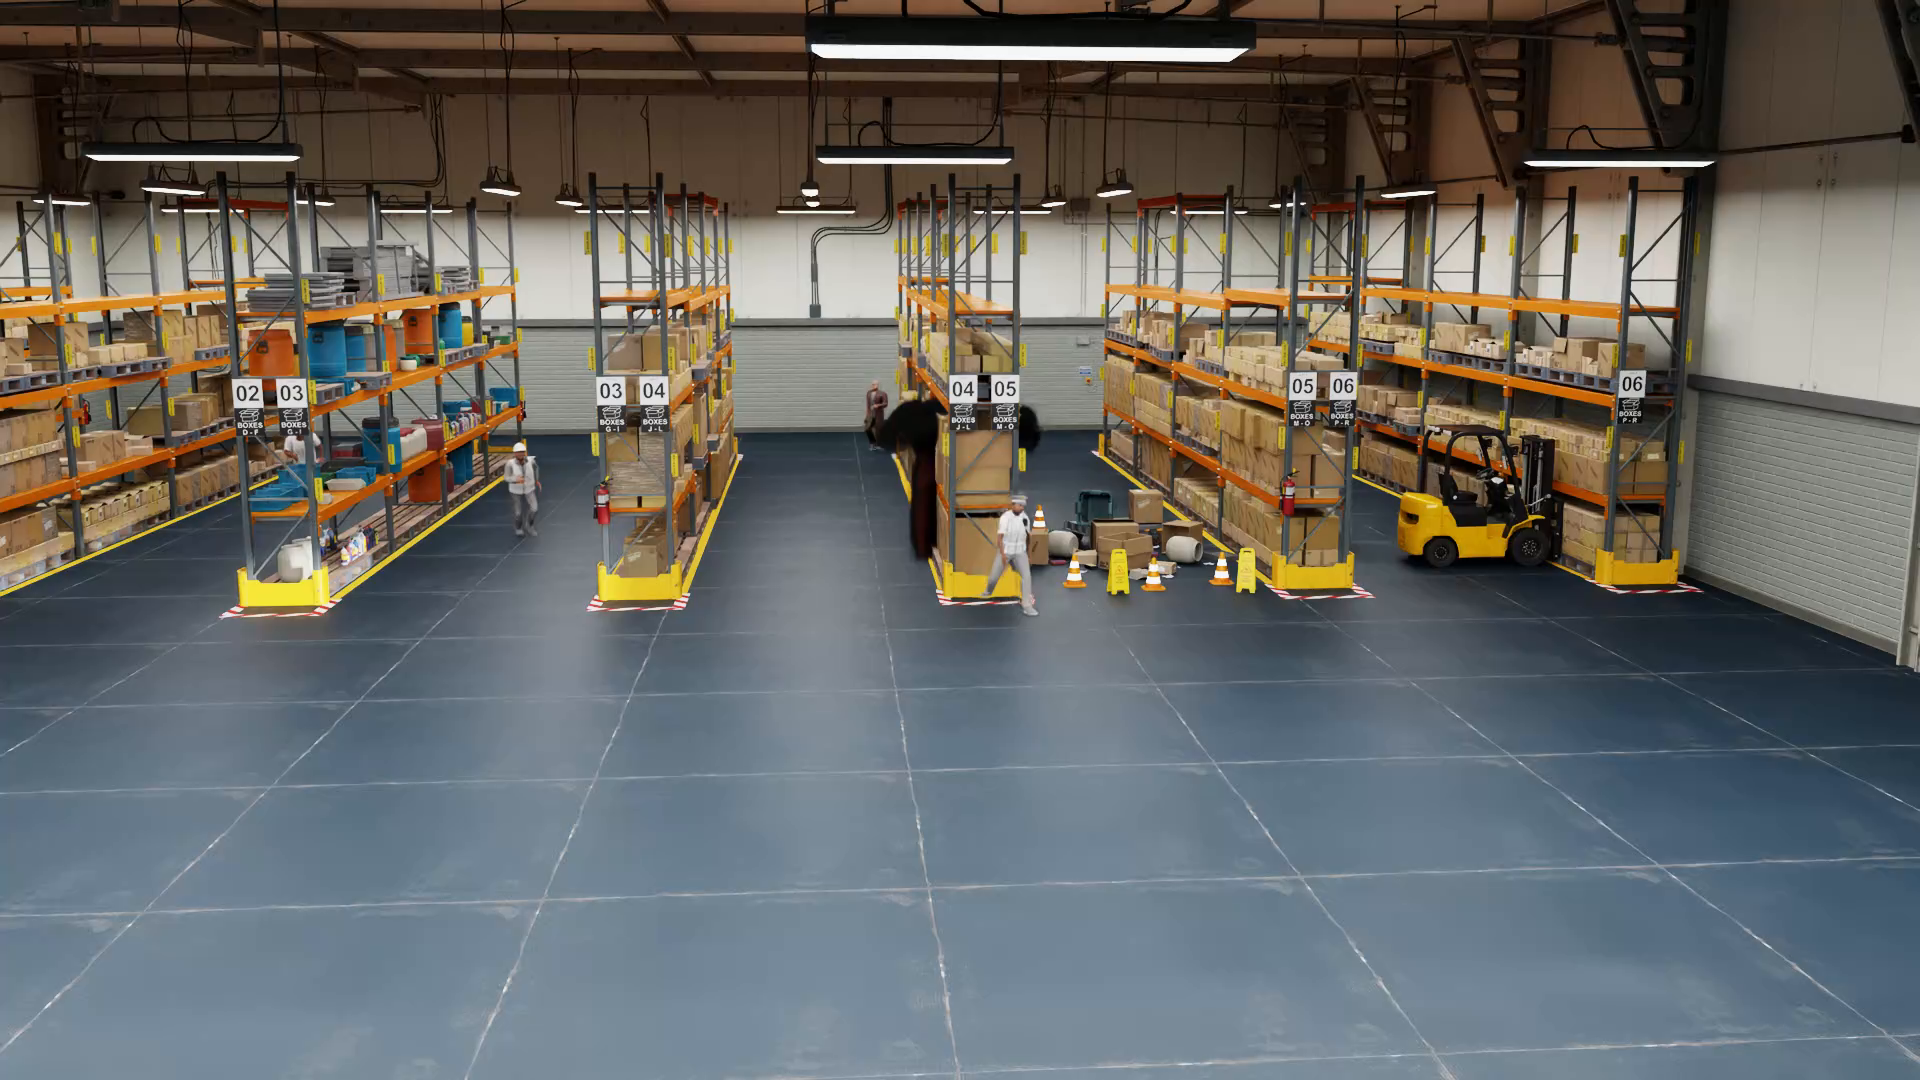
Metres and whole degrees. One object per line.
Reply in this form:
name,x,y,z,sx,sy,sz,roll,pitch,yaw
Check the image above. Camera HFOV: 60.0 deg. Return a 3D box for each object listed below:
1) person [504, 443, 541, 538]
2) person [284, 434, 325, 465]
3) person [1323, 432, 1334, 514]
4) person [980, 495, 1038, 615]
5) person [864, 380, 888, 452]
person,-7.536,-0.861,28.670,0.663,1.675,0.932,-5,11,-25
person,-12.829,-1.515,32.561,0.717,1.649,0.772,-3,11,-18
person,6.479,-1.113,30.072,0.666,1.746,1.002,-2,10,-11
person,0.674,0.172,22.404,0.664,1.612,0.863,-4,11,-20
person,-2.077,-3.033,40.777,0.686,1.770,0.739,4,11,23
